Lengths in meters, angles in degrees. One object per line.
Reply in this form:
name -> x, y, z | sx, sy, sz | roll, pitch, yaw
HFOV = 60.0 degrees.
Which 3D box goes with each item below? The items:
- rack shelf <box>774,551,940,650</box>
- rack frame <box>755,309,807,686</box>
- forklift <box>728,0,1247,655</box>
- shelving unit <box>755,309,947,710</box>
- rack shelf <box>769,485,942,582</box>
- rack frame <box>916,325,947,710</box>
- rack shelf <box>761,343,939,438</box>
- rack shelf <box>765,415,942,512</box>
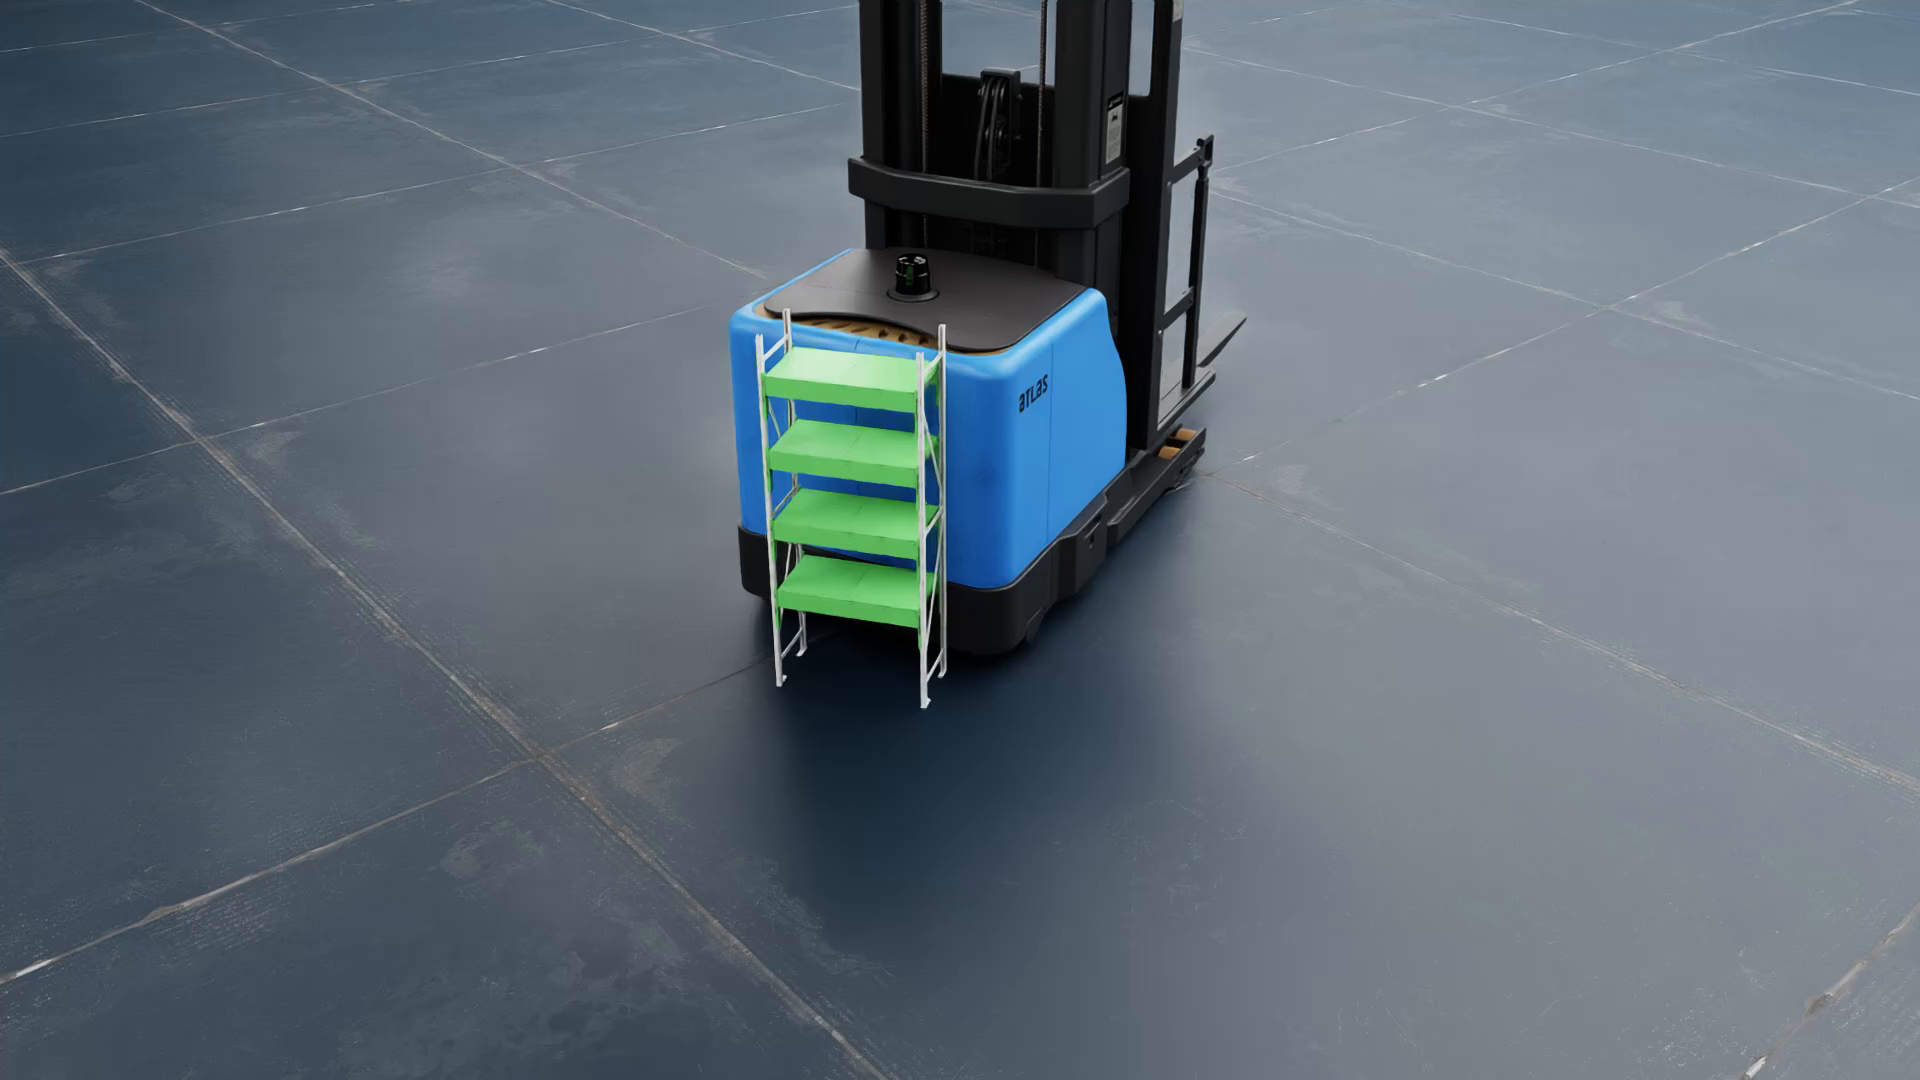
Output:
rack shelf -> -0.318, 0.187, 5.271 | 0.480, 0.148, 0.258 | 8, 29, 14
rack frame -> -0.552, -0.113, 5.188 | 0.015, 1.200, 0.240 | 8, 29, 14
forklift -> 0.352, -1.586, 6.108 | 1.130, 2.935, 3.031 | 13, 31, 23
shelving unit -> -0.318, -0.081, 5.128 | 0.503, 1.200, 0.258 | 8, 29, 14
rack shelf -> -0.318, -0.024, 5.158 | 0.480, 0.148, 0.258 | 8, 29, 14
rack frame -> -0.083, -0.049, 5.069 | 0.015, 1.200, 0.240 | 8, 29, 14
rack shelf -> -0.318, -0.448, 4.932 | 0.480, 0.148, 0.258 | 8, 29, 14
rack shelf -> -0.318, -0.236, 5.045 | 0.480, 0.148, 0.258 | 8, 29, 14
